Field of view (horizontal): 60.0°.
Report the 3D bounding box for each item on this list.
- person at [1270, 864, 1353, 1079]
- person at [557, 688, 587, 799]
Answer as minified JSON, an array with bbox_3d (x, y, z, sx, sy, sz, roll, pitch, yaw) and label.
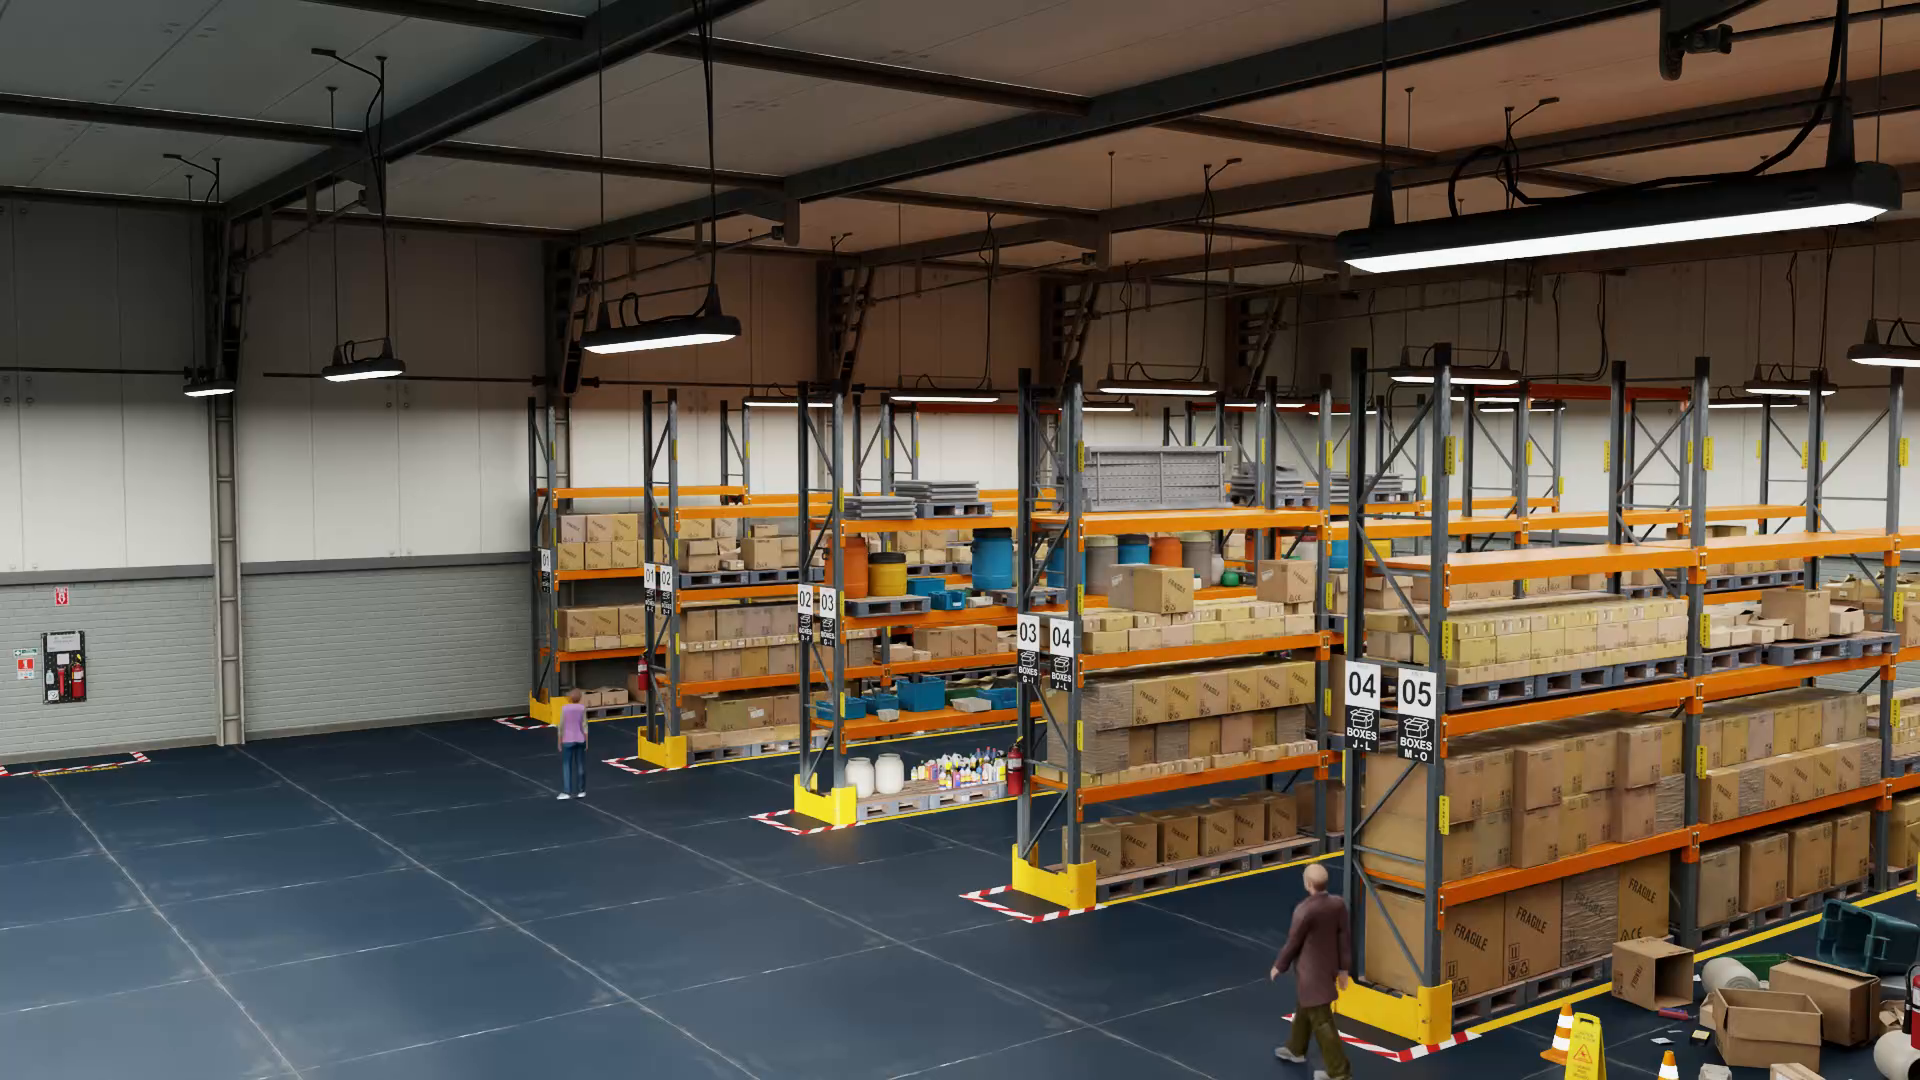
[{"bbox_3d":[2.803,3.474,13.451,0.582,1.756,0.922,-3,5,-44],"label":"person"},{"bbox_3d":[-5.614,2.955,24.058,0.412,1.585,0.324,-3,5,-42],"label":"person"}]
